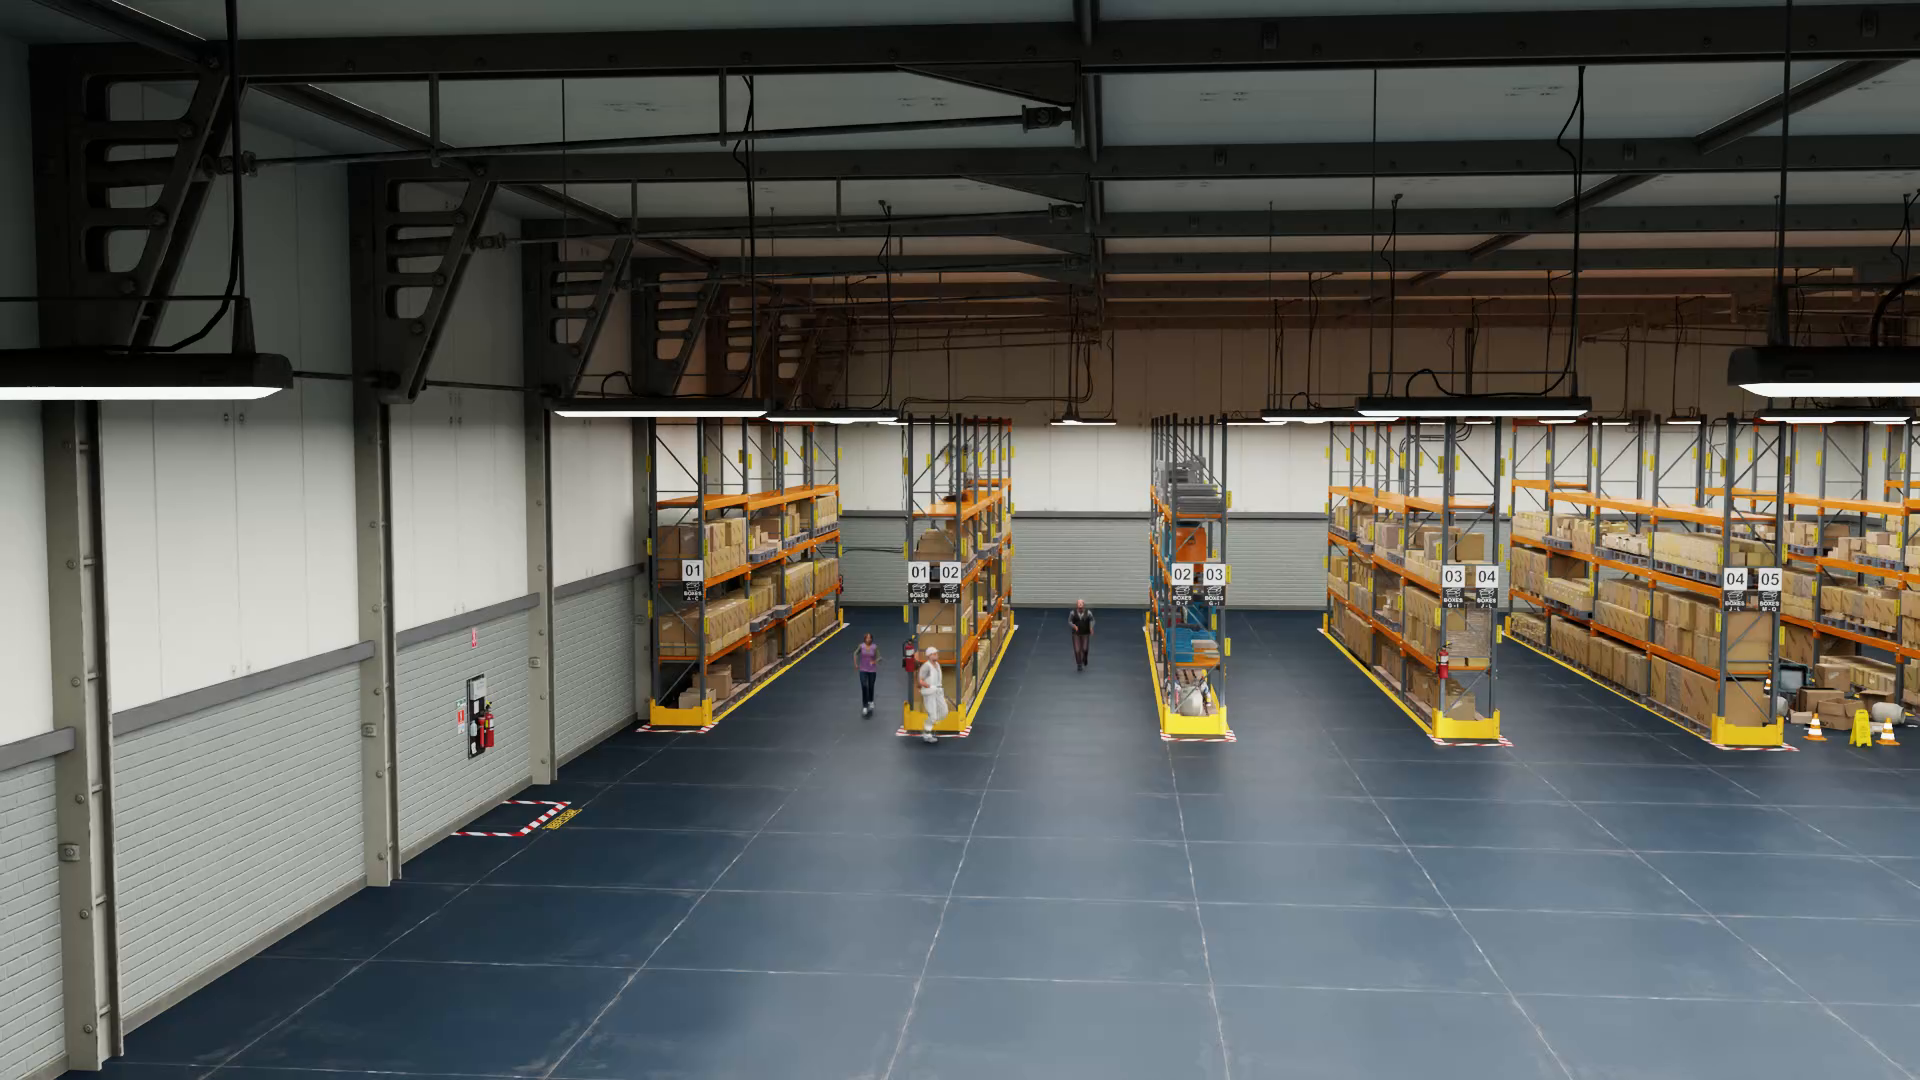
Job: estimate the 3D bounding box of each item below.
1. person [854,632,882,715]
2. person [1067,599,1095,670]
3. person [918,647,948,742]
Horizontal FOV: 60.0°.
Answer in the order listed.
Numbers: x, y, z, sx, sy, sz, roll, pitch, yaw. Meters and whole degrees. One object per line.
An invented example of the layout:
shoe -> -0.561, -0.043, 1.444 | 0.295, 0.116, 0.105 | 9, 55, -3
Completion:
person -> -1.855, 2.674, 33.532 | 0.547, 1.639, 0.705 | 0, 4, -6
person -> 2.862, 2.241, 39.288 | 0.653, 1.680, 0.569 | 0, 4, 4
person -> -0.483, 2.809, 30.198 | 0.583, 1.746, 0.671 | 3, 5, 36
